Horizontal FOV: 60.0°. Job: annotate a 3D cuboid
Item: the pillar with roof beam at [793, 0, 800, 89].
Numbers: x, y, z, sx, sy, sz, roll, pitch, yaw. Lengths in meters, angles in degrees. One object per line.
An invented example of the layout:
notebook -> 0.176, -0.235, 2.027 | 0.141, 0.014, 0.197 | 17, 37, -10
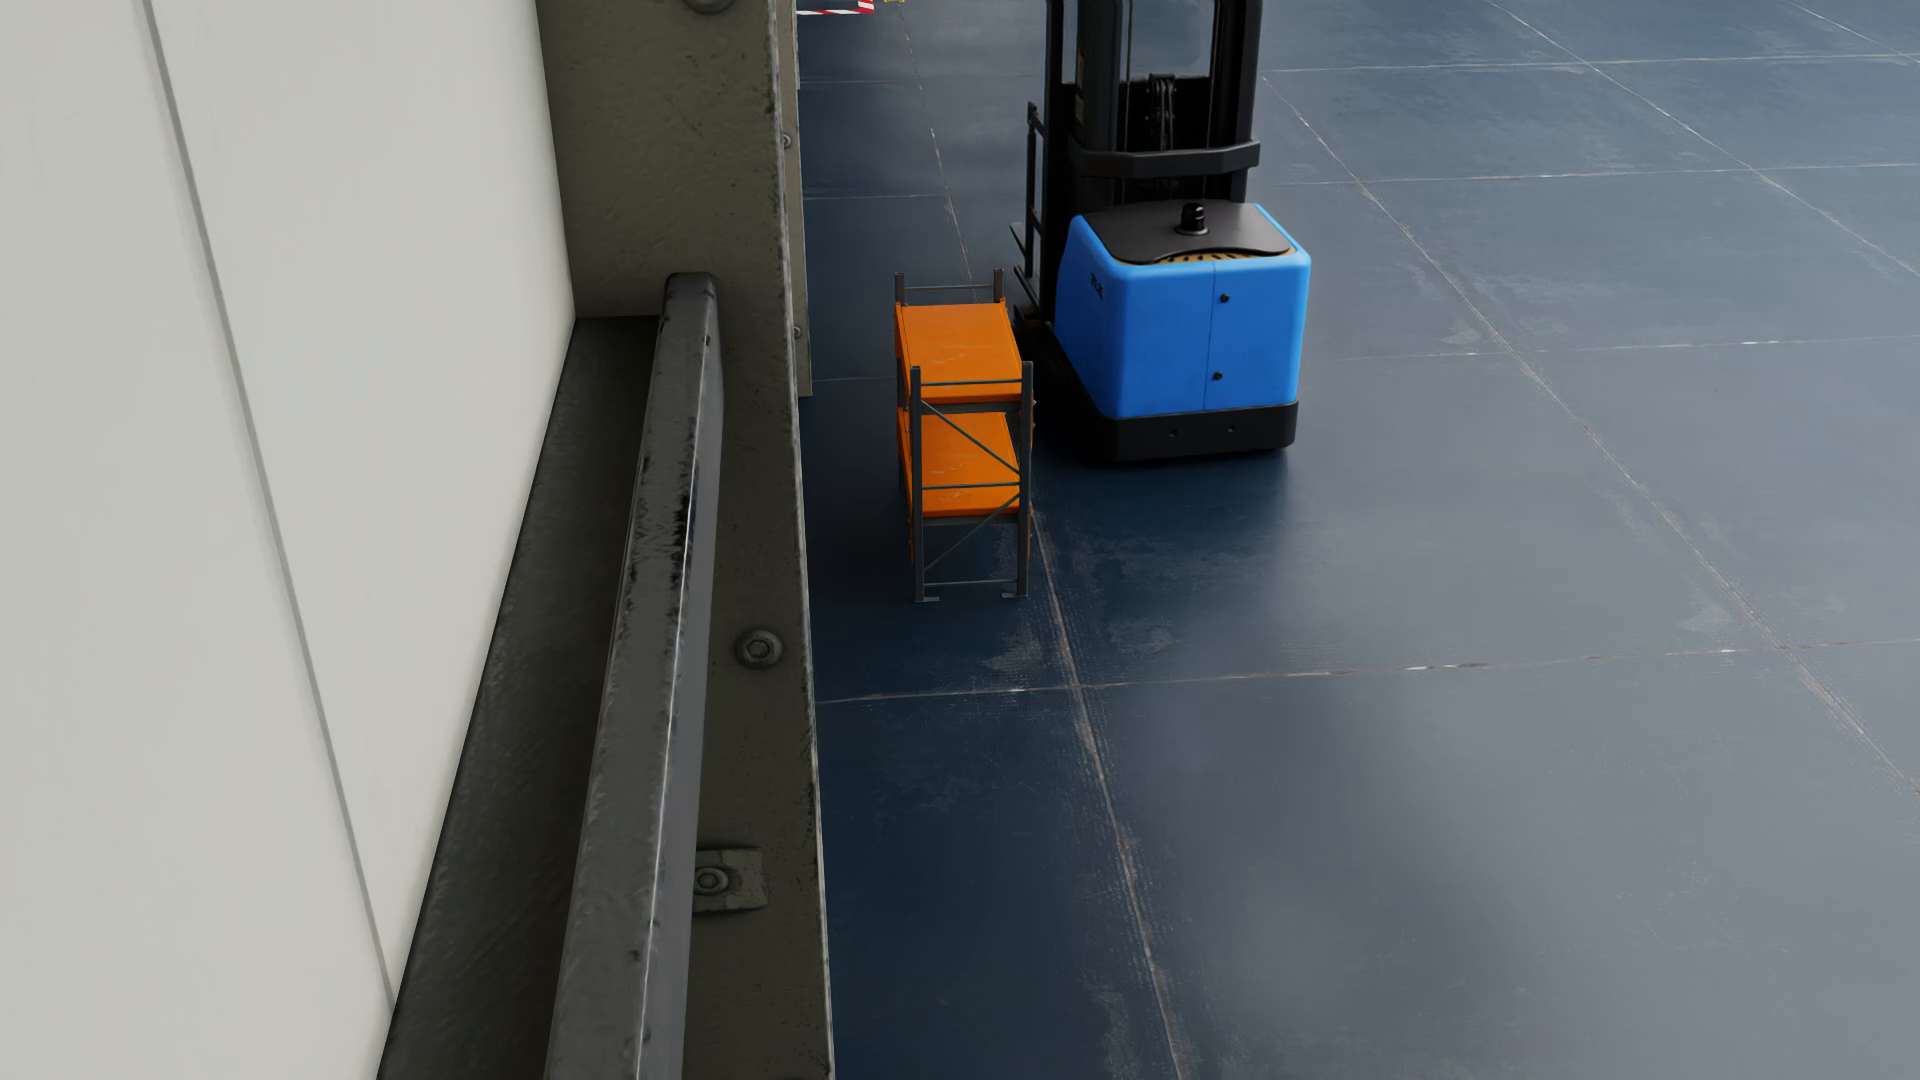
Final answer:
pillar with roof beam -> 2.747, -8.012, 12.388 | 9.100, 9.000, 0.400 | -3, 31, -5

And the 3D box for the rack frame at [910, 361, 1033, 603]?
rack frame -> 0.047, -0.227, 7.033 | 0.500, 1.125, 0.032 | -3, 31, -5

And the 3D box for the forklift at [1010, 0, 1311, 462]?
forklift -> 0.932, -2.386, 8.887 | 1.130, 2.935, 3.031 | -5, 31, -9

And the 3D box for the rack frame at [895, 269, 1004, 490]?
rack frame -> -0.048, -0.746, 7.902 | 0.500, 1.125, 0.032 | -3, 31, -5

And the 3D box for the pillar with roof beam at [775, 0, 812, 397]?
pillar with roof beam -> 3.308, -4.948, 7.259 | 9.100, 9.000, 0.400 | -3, 31, -5

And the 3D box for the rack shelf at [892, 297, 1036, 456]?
rack shelf -> -0.001, -0.738, 7.317 | 0.538, 0.278, 1.000 | -3, 31, -5

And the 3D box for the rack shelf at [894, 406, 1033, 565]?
rack shelf -> -0.001, -0.276, 7.593 | 0.538, 0.278, 1.000 | -3, 31, -5

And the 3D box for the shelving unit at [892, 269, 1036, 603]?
shelving unit -> -0.001, -0.486, 7.467 | 0.538, 1.125, 1.048 | -3, 31, -5
